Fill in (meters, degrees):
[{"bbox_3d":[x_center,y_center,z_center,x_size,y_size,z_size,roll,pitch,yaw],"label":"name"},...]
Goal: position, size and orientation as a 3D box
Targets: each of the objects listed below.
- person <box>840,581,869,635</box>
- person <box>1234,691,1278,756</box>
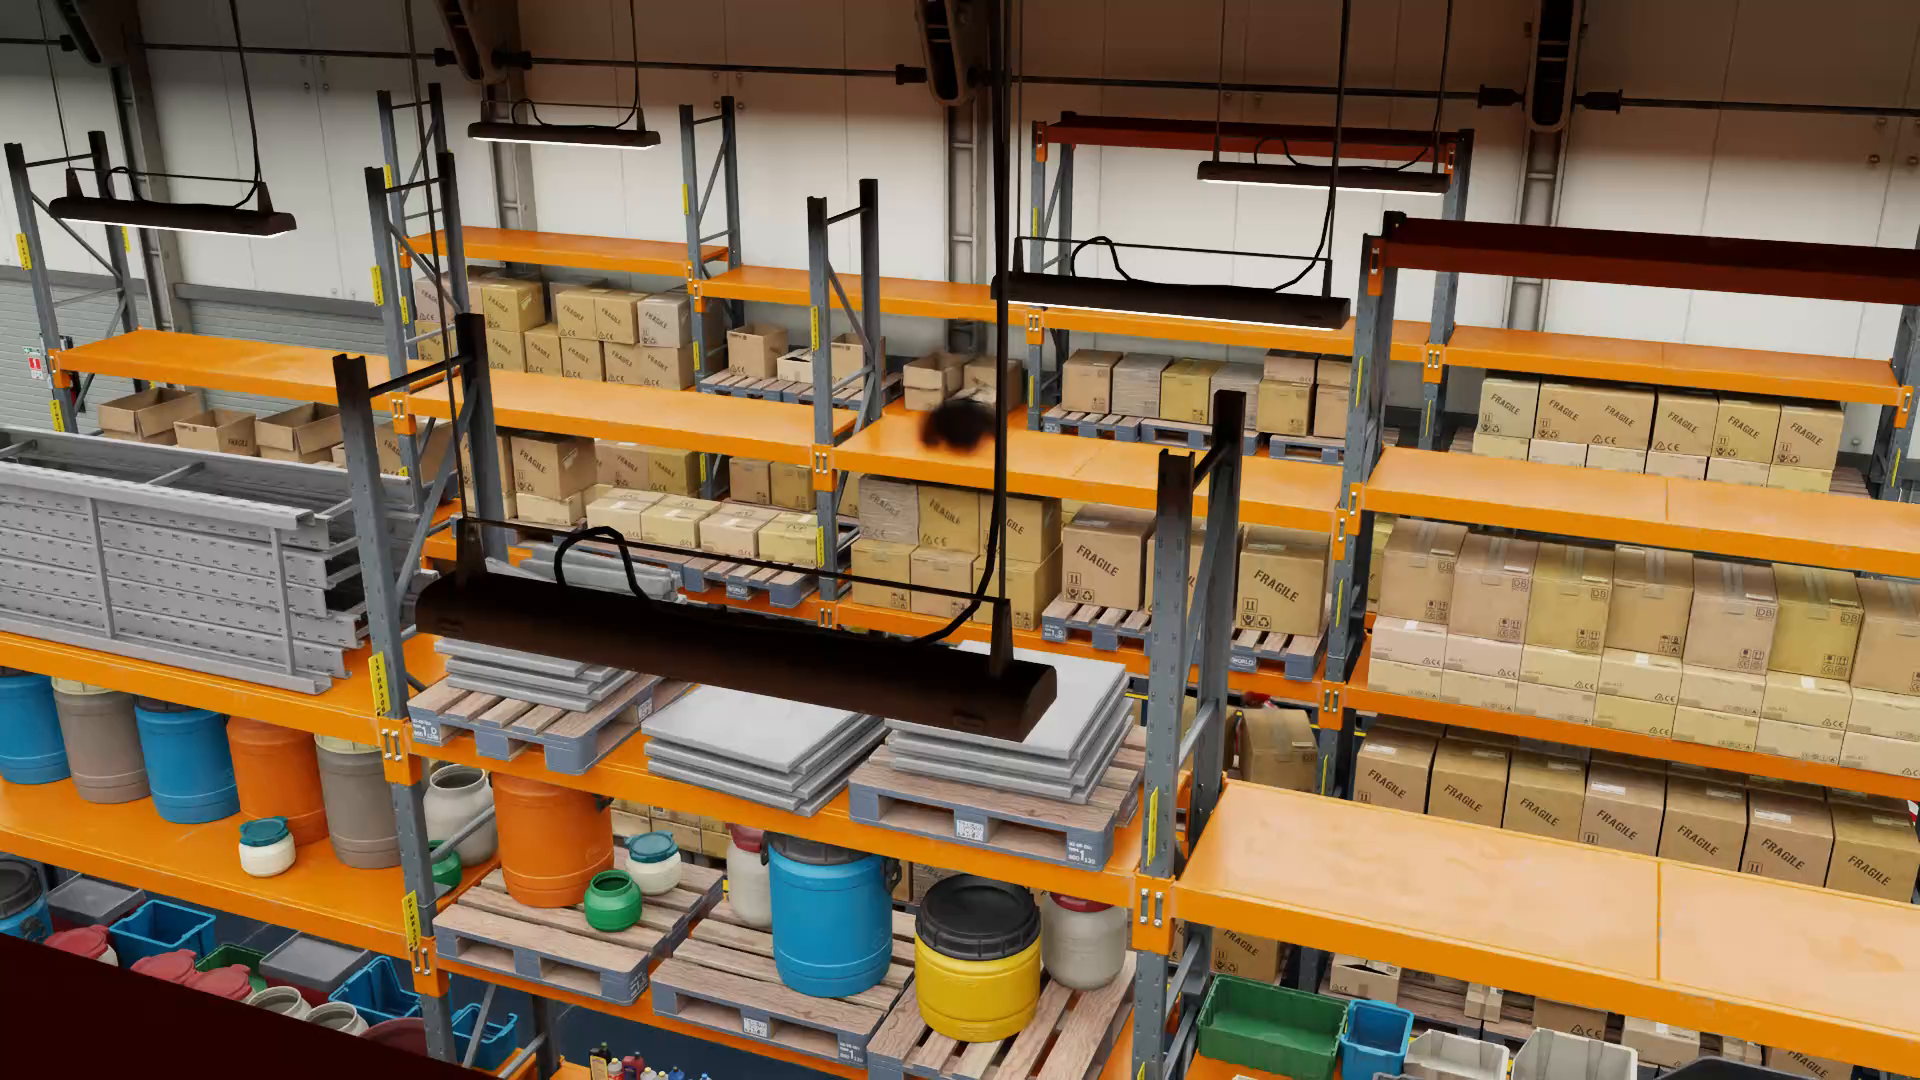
[{"bbox_3d":[-0.944,1.047,17.241,0.851,1.723,0.695,-1,21,-3],"label":"person"},{"bbox_3d":[2.511,1.989,14.680,0.596,1.740,0.636,7,22,17],"label":"person"}]
